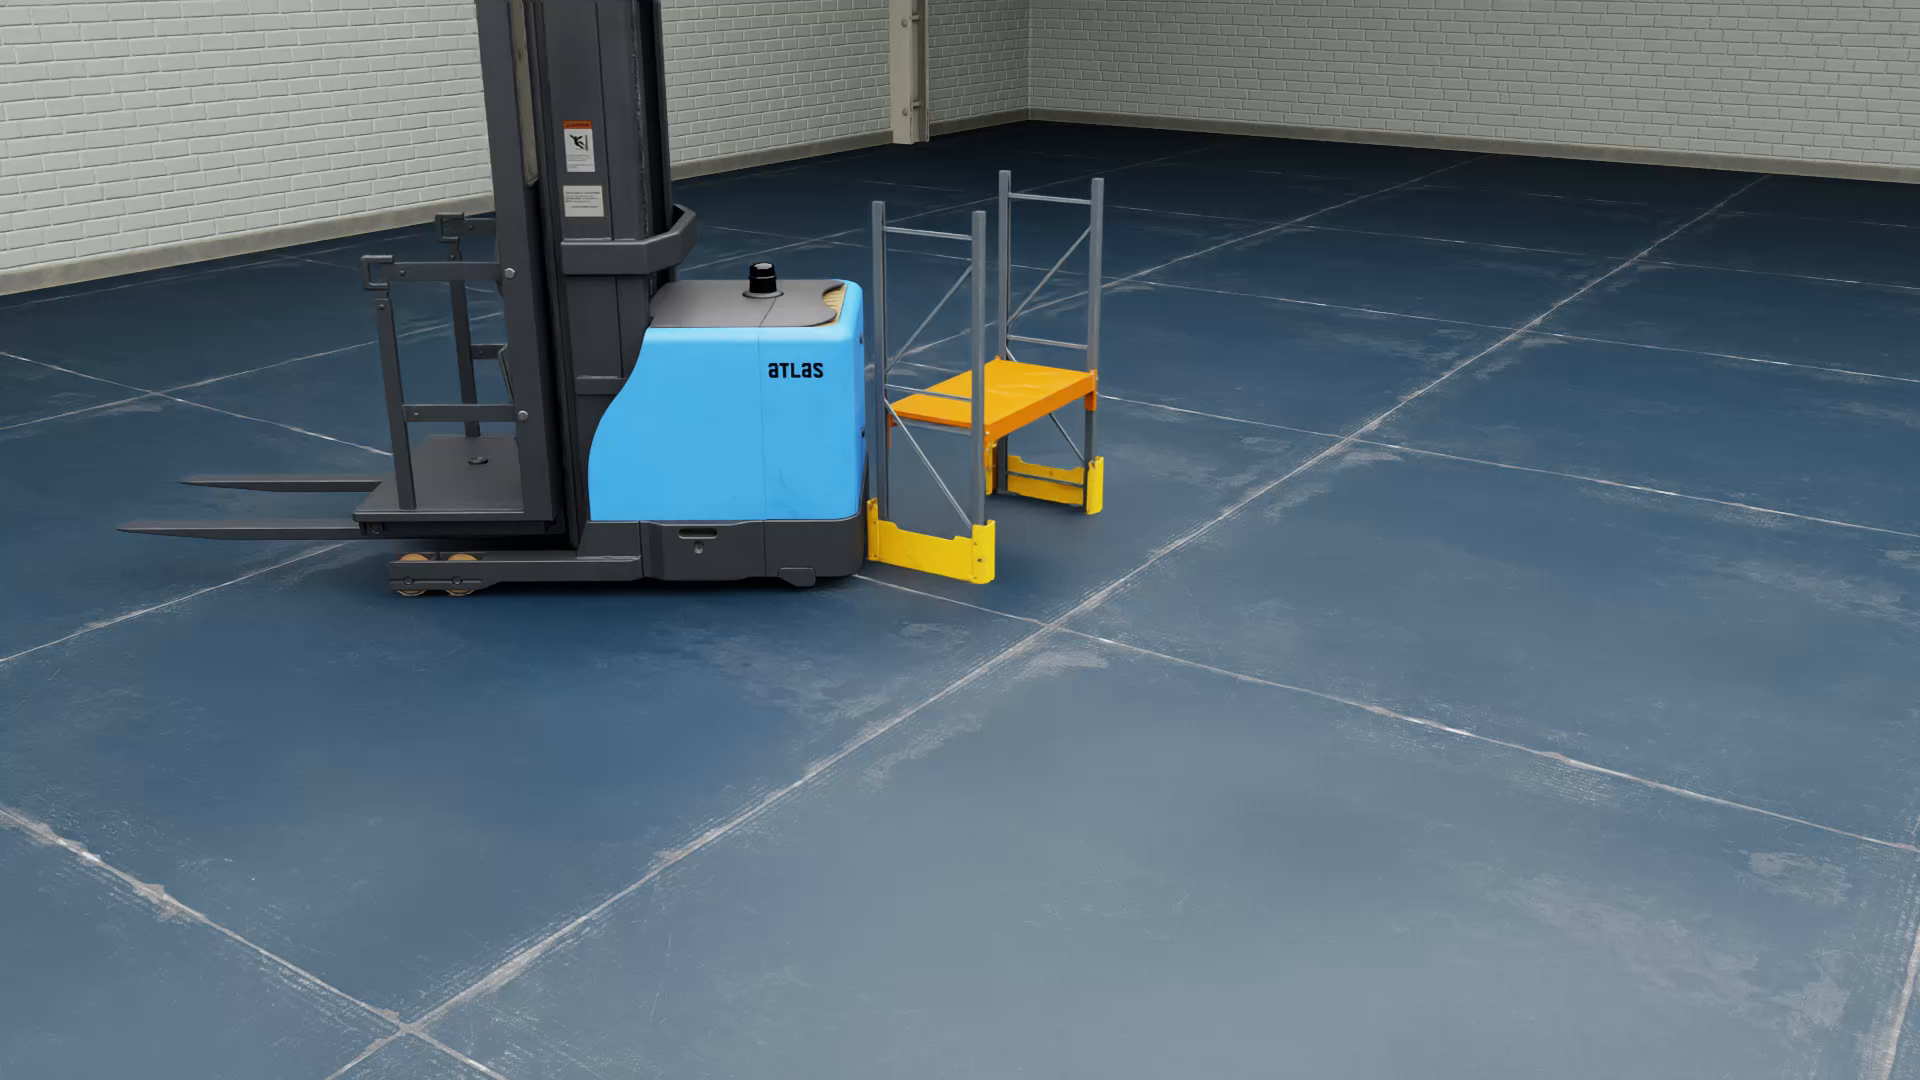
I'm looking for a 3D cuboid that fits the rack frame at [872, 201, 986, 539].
[{"bbox_3d":[-0.125,-0.585,6.686,0.500,1.500,0.032,12,23,29],"label":"rack frame"}]

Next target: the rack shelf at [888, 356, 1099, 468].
[{"bbox_3d":[0.135,-0.568,7.158,0.538,0.185,1.000,12,23,29],"label":"rack shelf"}]

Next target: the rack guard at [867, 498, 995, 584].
[{"bbox_3d":[-0.124,0.000,6.904,0.587,0.250,0.087,12,23,29],"label":"rack guard"}]

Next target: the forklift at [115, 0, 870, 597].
[{"bbox_3d":[-1.919,-1.334,6.646,3.031,2.935,1.130,0,20,-1],"label":"forklift"}]

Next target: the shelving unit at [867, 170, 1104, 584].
[{"bbox_3d":[0.131,-0.734,7.088,0.587,1.500,1.083,12,23,29],"label":"shelving unit"}]

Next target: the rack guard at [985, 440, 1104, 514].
[{"bbox_3d":[0.385,-0.296,7.706,0.587,0.250,0.087,12,23,29],"label":"rack guard"}]

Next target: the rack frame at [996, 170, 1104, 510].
[{"bbox_3d":[0.395,-0.888,7.505,0.500,1.500,0.032,12,23,29],"label":"rack frame"}]

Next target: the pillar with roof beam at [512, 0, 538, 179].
[{"bbox_3d":[-0.429,-6.590,12.111,9.100,9.000,0.400,13,24,32],"label":"pillar with roof beam"}]

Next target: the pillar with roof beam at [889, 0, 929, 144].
[{"bbox_3d":[2.944,-8.312,16.765,9.100,9.000,0.400,13,24,32],"label":"pillar with roof beam"}]
